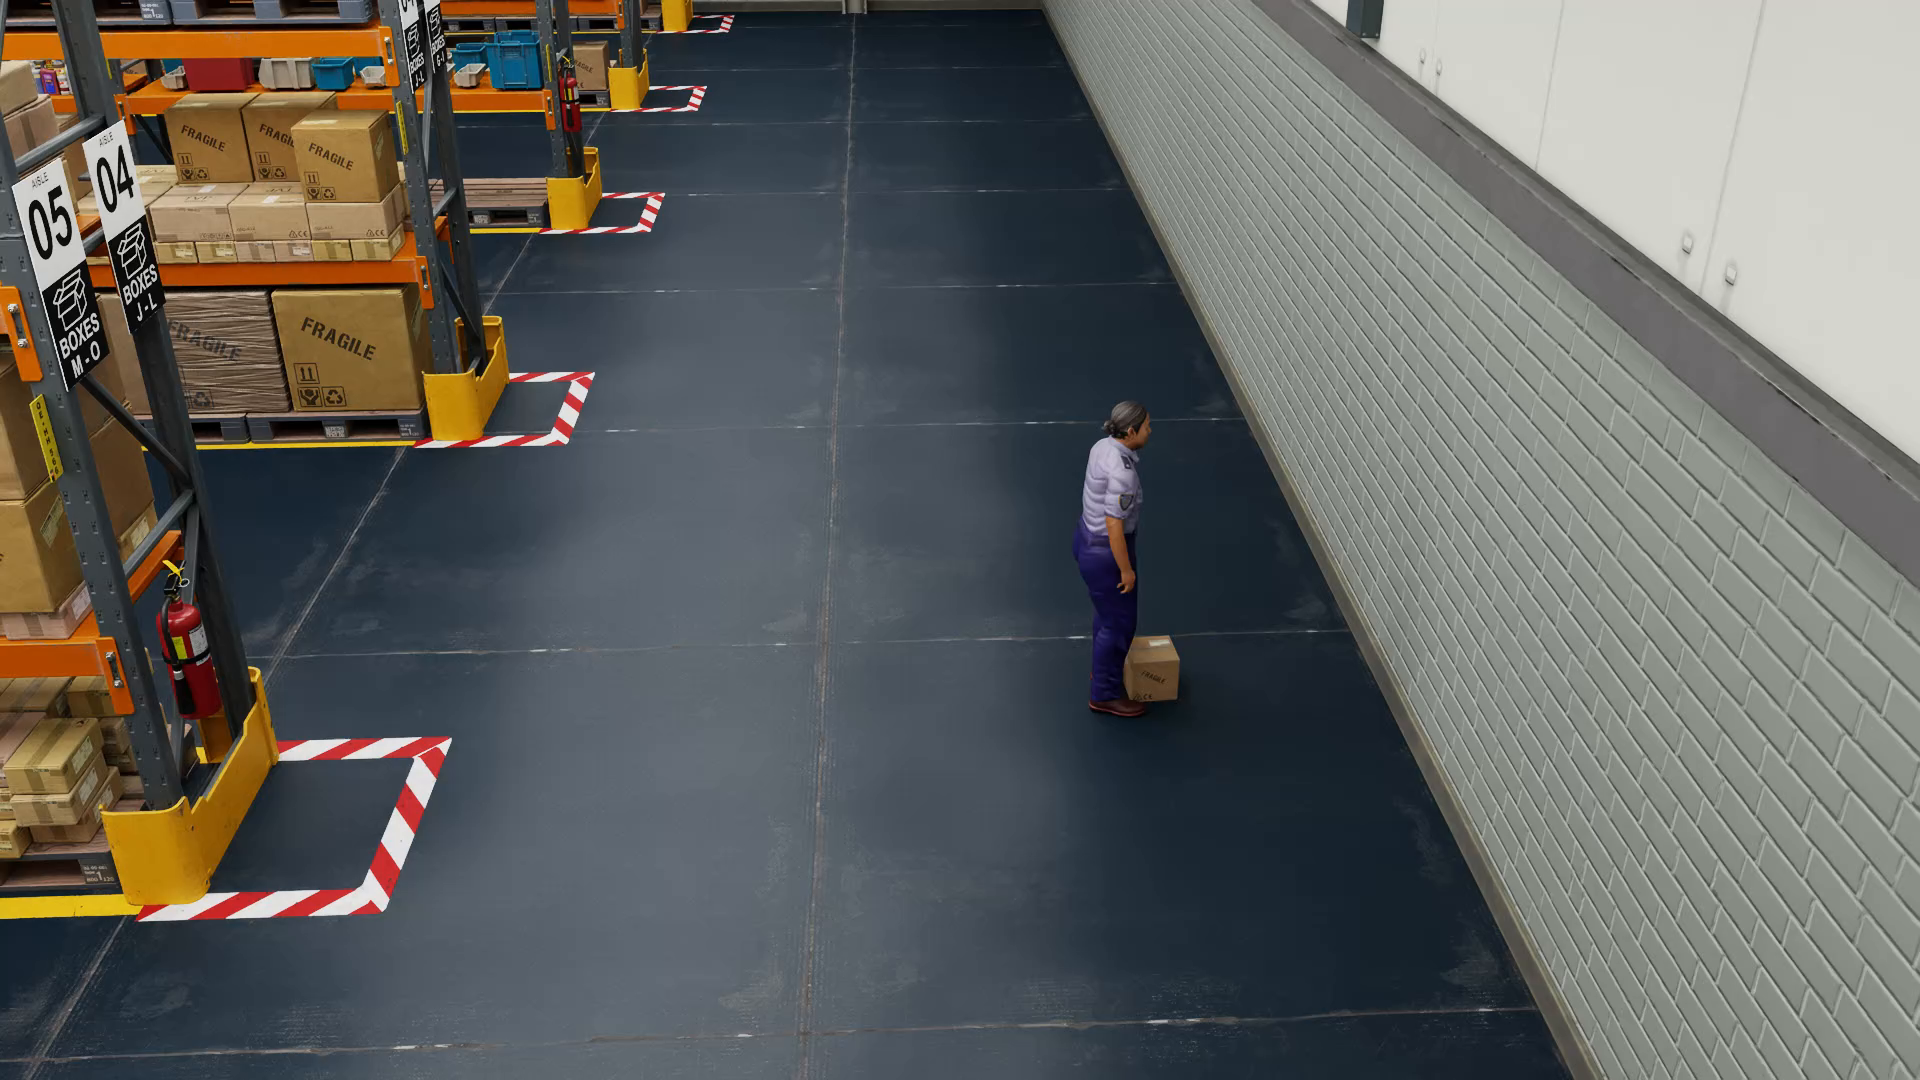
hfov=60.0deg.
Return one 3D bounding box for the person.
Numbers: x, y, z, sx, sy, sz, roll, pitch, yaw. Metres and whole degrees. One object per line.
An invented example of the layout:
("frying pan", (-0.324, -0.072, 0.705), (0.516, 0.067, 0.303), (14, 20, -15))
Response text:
("person", (0.802, 0.070, 8.496), (0.426, 1.651, 0.563), (-3, 28, -6))
